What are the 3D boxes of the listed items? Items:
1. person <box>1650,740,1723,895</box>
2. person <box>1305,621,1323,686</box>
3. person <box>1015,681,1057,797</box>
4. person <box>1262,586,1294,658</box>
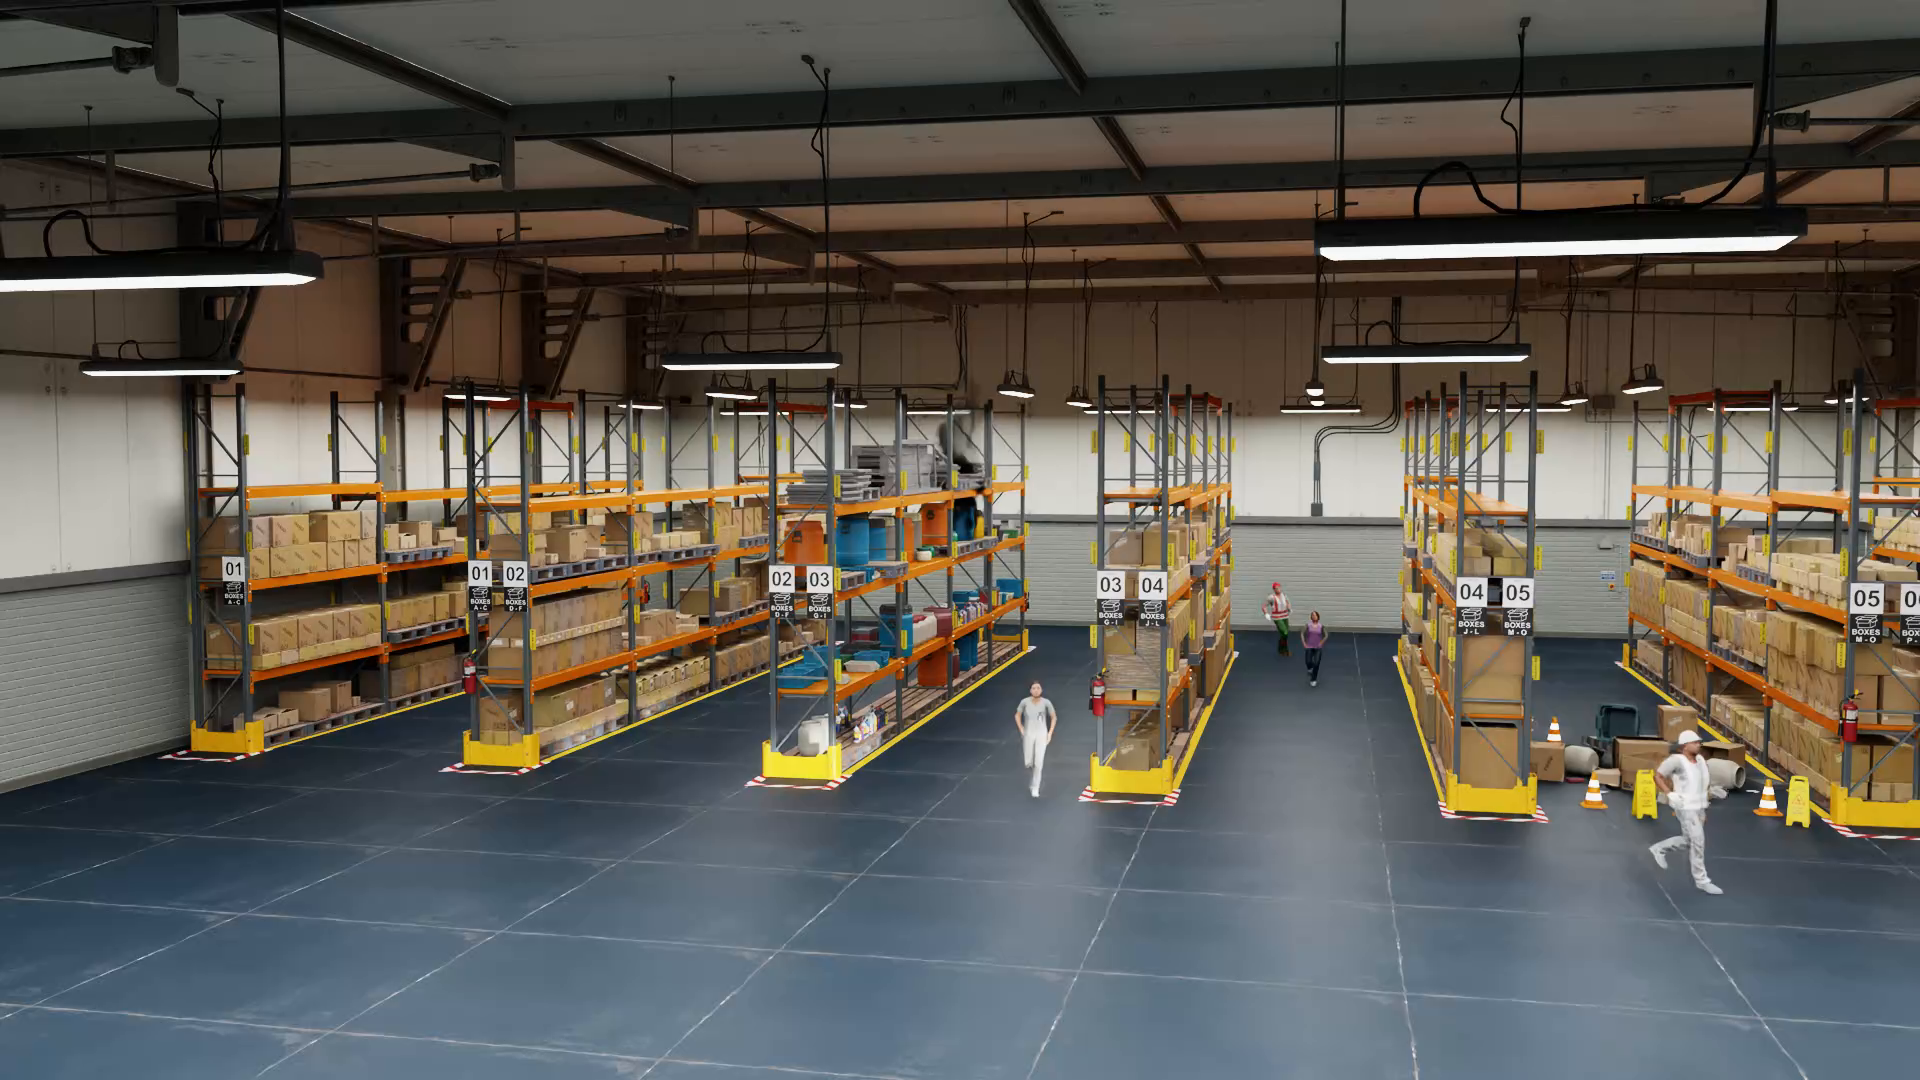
[{"bbox_3d":[8.227,3.059,18.841,0.682,1.748,0.941,-2,4,-35],"label":"person"},{"bbox_3d":[7.387,2.361,34.676,0.357,1.346,0.519,1,3,15],"label":"person"},{"bbox_3d":[1.087,2.829,23.913,0.599,1.639,0.571,1,3,10],"label":"person"},{"bbox_3d":[7.535,1.912,39.219,0.714,1.742,0.692,-2,4,-25],"label":"person"}]
